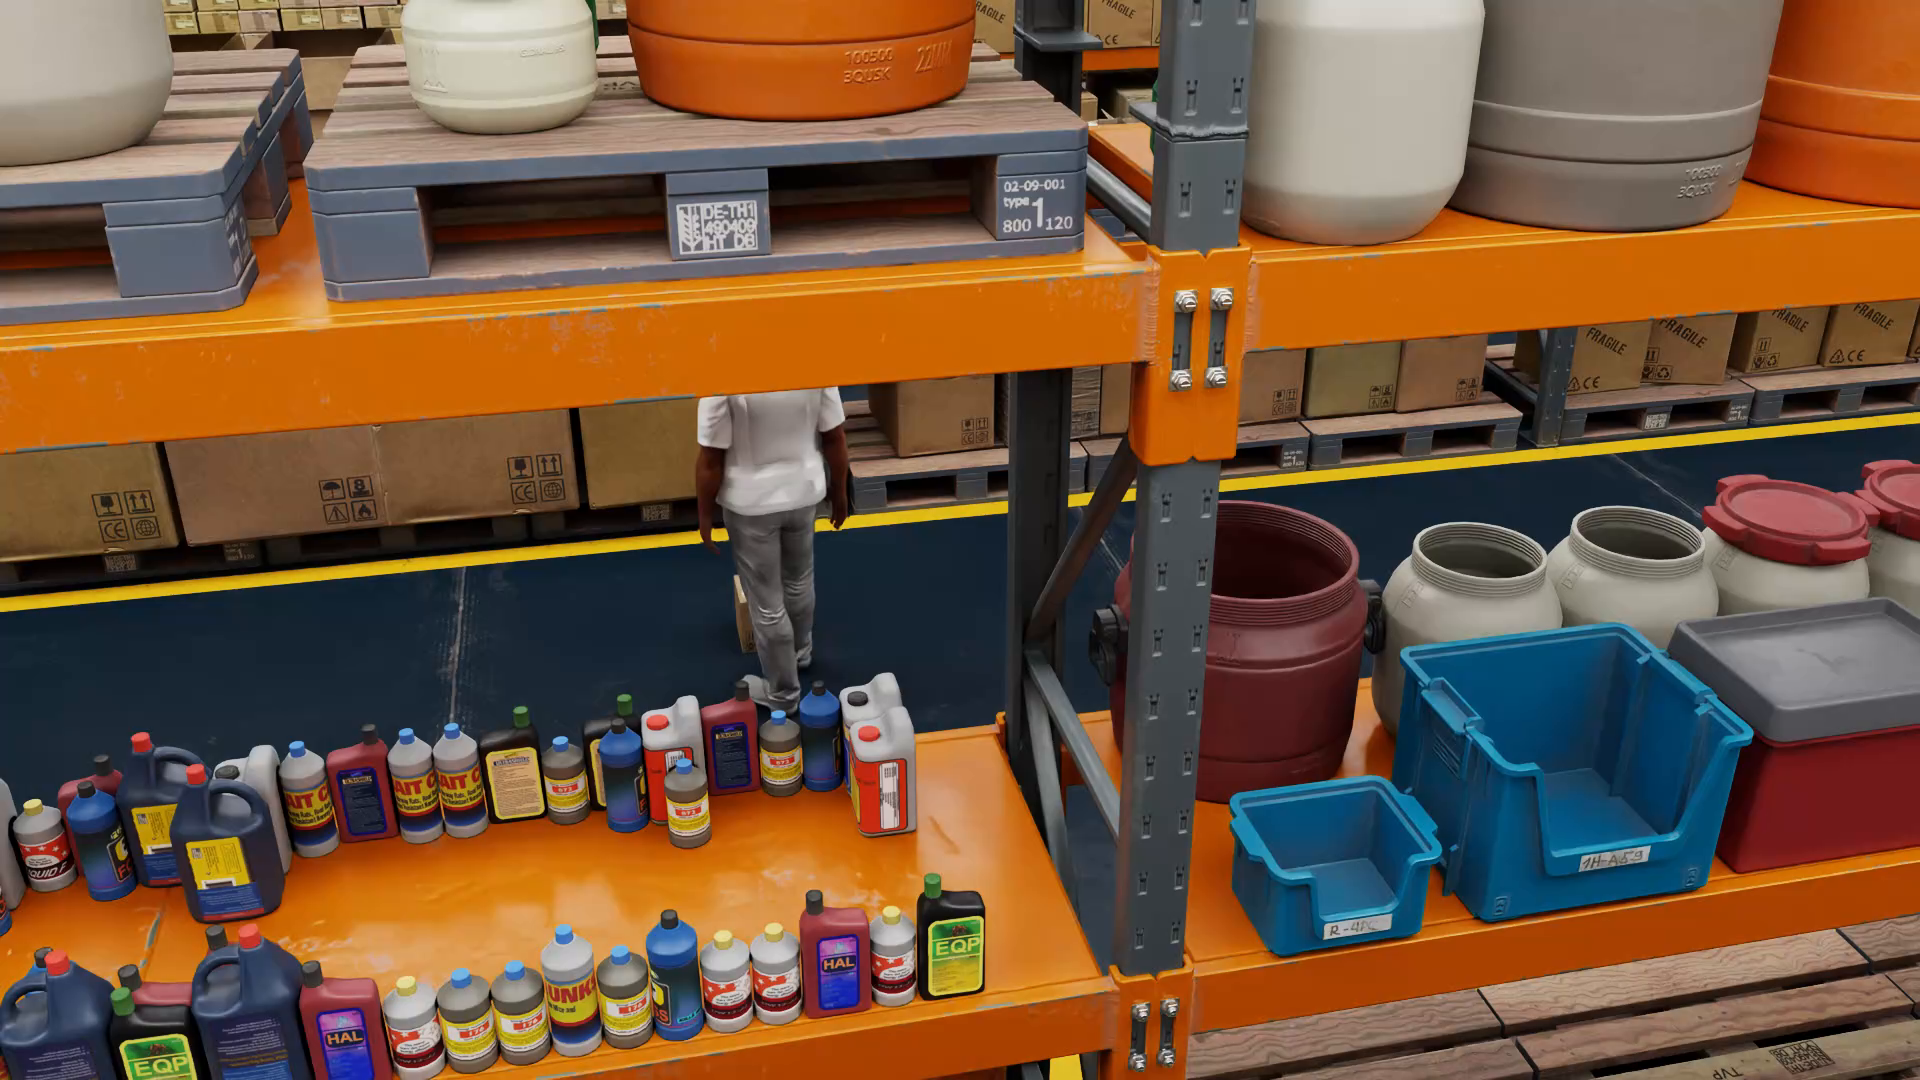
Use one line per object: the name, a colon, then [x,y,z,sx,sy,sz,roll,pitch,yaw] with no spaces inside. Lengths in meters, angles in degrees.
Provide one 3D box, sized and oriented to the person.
person: [-0.782,-0.206,6.475,0.596,1.760,0.620,-14,30,-26]
